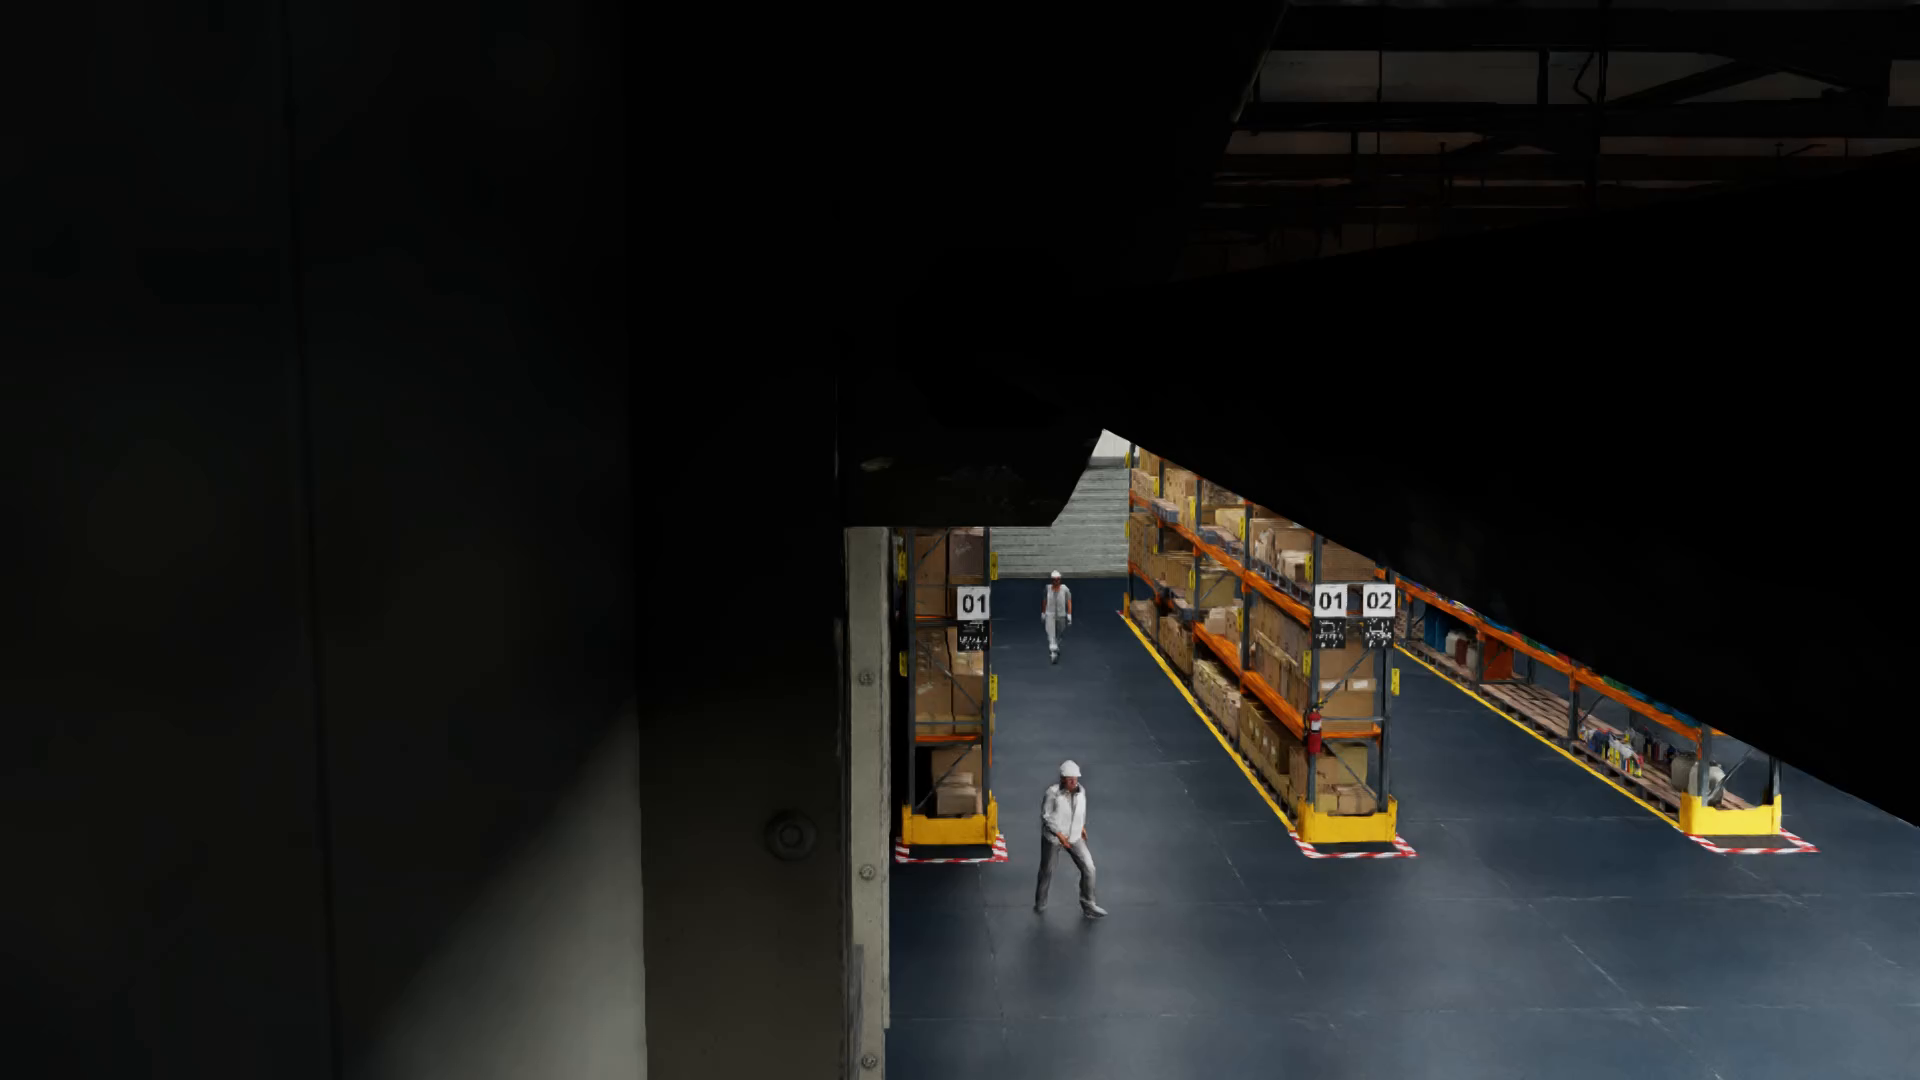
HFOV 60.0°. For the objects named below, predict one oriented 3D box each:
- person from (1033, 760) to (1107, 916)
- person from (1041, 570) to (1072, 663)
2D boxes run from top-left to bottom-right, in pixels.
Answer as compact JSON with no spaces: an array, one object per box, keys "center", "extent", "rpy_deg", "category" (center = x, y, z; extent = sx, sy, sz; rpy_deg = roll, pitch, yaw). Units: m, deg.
[{"center":[1.155,3.186,17.941],"extent":[0.625,1.717,0.780],"rpy_deg":[-3,8,-23],"category":"person"},{"center":[1.836,1.429,31.594],"extent":[0.567,1.736,1.044],"rpy_deg":[0,7,-3],"category":"person"}]
